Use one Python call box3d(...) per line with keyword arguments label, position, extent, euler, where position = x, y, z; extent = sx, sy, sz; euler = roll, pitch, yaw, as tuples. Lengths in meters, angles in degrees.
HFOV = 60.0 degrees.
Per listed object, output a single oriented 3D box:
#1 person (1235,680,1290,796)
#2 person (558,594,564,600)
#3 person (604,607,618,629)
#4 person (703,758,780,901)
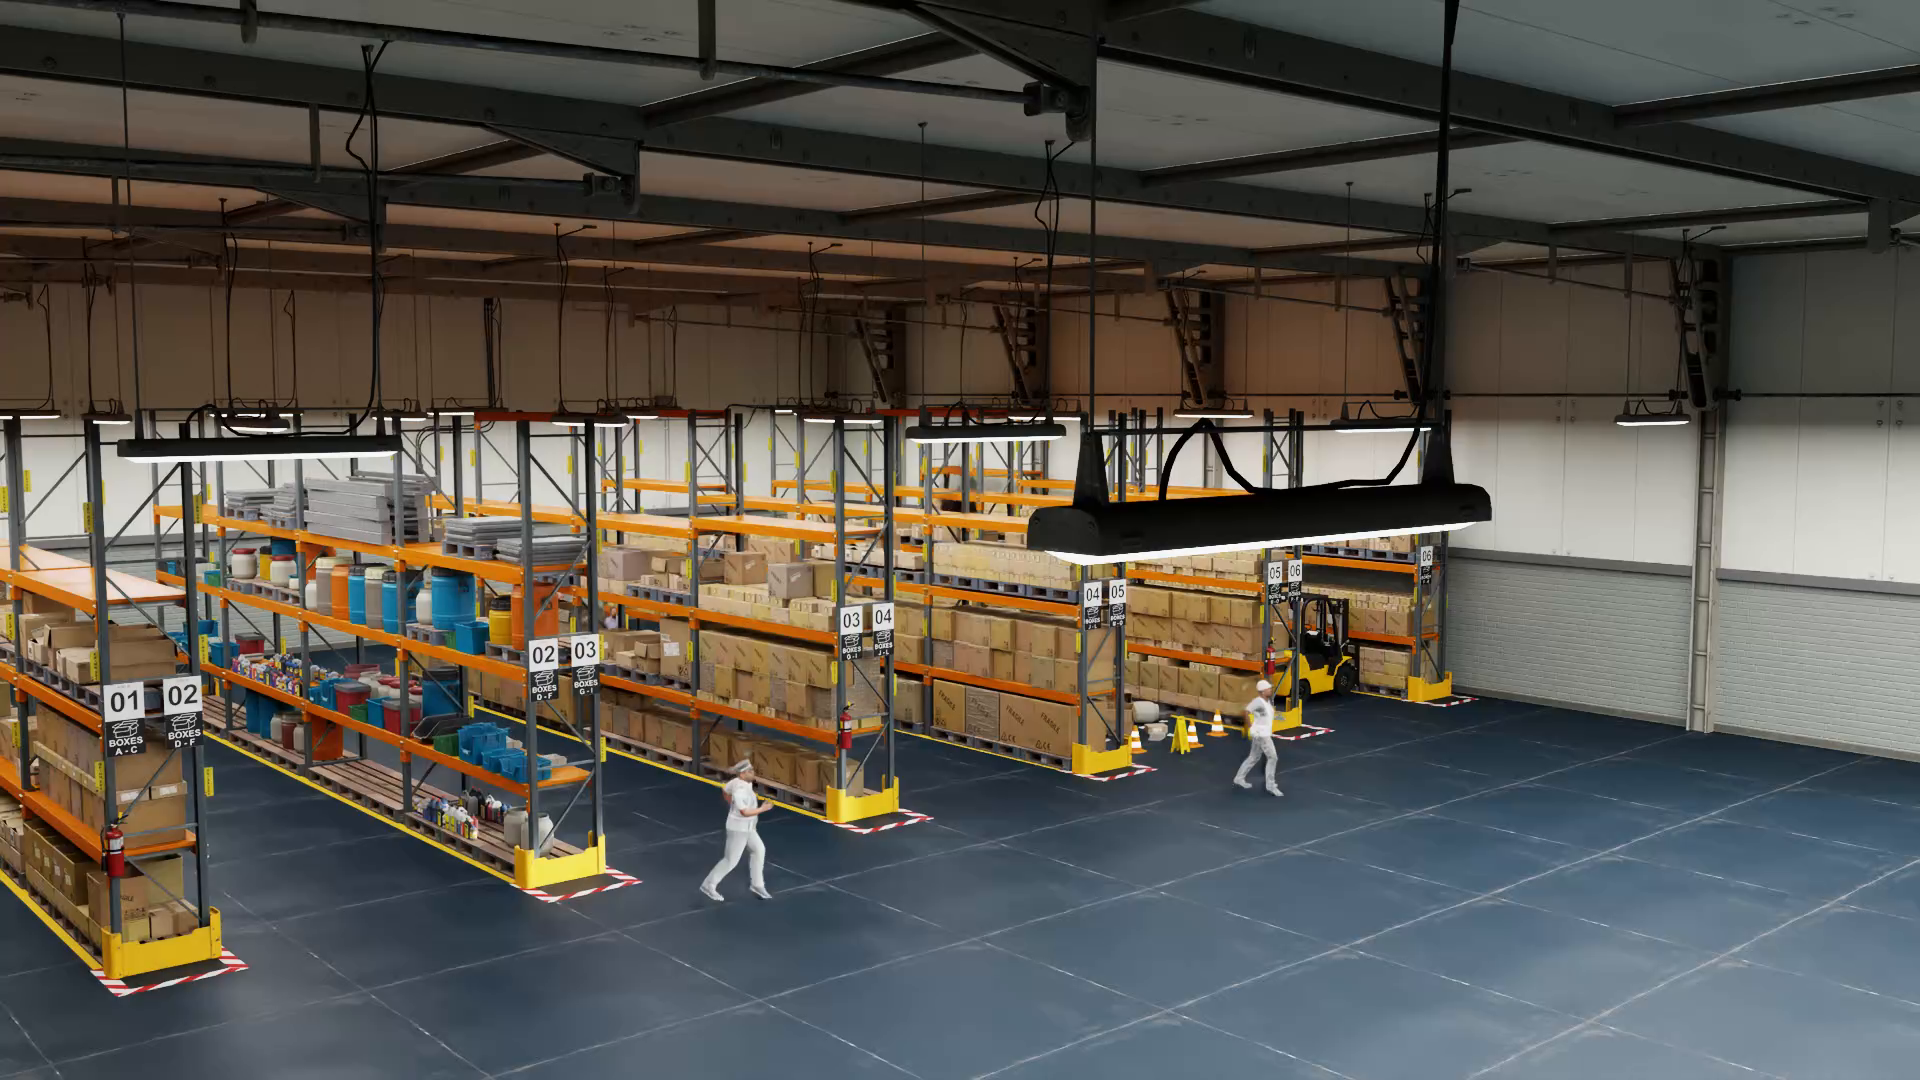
box3d(label="person", position=(4.810, 3.121, 26.394), extent=(0.864, 1.819, 0.668), euler=(1, 5, 11))
box3d(label="person", position=(-9.379, 2.101, 38.723), extent=(0.714, 1.662, 0.857), euler=(0, 5, 0))
box3d(label="person", position=(-7.668, 2.301, 36.891), extent=(0.615, 1.654, 0.694), euler=(-3, 6, -32))
box3d(label="person", position=(-2.731, 3.626, 20.761), extent=(0.952, 1.831, 0.672), euler=(-1, 5, -6))
